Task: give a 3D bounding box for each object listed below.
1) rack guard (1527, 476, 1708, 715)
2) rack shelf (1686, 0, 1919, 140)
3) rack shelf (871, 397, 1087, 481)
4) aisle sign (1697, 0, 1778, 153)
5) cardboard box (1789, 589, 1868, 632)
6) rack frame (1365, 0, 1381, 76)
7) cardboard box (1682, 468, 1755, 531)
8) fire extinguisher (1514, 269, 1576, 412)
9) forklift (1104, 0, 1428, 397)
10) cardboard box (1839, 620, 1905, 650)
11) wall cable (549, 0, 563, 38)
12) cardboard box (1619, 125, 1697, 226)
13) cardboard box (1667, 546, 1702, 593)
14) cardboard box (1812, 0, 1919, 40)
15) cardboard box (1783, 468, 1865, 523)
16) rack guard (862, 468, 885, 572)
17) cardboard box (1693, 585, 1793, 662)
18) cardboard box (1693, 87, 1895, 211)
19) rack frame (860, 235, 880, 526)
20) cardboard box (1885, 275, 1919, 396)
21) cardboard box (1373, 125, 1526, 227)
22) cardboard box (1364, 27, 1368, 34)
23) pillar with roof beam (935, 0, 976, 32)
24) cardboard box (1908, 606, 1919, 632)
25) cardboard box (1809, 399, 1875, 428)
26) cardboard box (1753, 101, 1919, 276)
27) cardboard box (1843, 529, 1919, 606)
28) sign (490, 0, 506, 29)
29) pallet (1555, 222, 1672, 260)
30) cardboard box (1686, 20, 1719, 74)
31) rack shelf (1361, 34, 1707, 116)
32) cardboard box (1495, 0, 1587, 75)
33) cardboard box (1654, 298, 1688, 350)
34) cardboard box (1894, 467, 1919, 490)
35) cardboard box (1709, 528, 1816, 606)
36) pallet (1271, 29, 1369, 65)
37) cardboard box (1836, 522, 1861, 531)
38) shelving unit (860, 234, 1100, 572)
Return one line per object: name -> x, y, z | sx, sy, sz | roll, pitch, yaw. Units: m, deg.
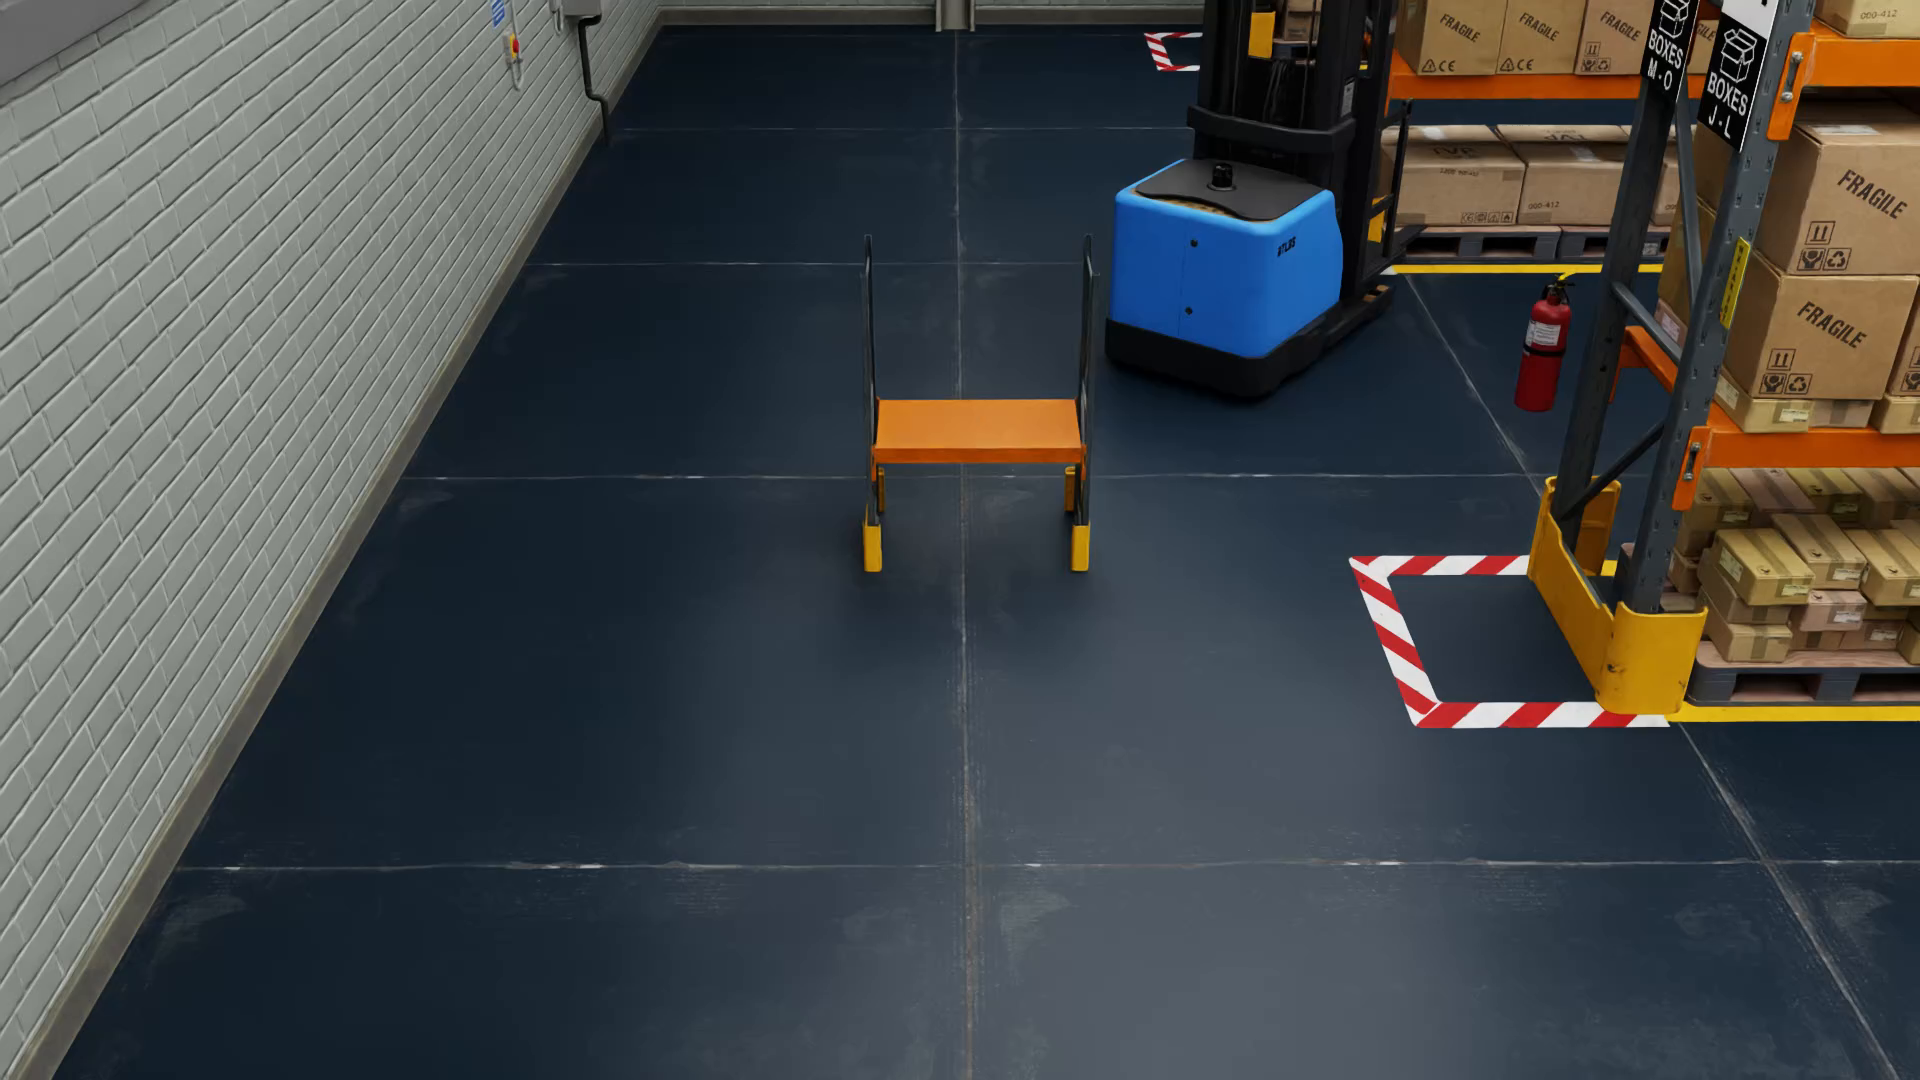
rack guard -> 2.895, 0.220, 7.406 | 0.348, 0.500, 1.175 | 0, 31, 0
rack shelf -> 4.819, -1.830, 6.176 | 4.000, 0.370, 1.077 | 0, 31, 0
rack shelf -> 0.085, -0.488, 7.955 | 1.000, 0.185, 0.538 | 0, 31, 0
aisle sign -> 2.748, -1.804, 5.826 | 0.004, 0.787, 0.394 | 0, 31, 0
cardboard box -> 3.619, 0.223, 7.047 | 0.250, 0.149, 0.380 | 0, 31, -1
rack frame -> 2.689, -3.416, 10.988 | 0.127, 3.000, 1.000 | 0, 31, 0
cardboard box -> 3.347, -0.197, 7.453 | 0.250, 0.149, 0.380 | 0, 31, 0
fire extinguisher -> 2.565, -0.895, 7.267 | 0.183, 0.674, 0.296 | 0, 31, 0
forklift -> 2.138, -2.775, 9.998 | 1.130, 2.935, 3.031 | 21, 37, 30
cardboard box -> 3.855, 0.307, 7.195 | 0.250, 0.149, 0.380 | 0, 31, 0
wall cable -> -2.970, -4.556, 11.888 | 0.122, 1.984, 0.588 | 0, 31, 0
cardboard box -> 5.165, -2.563, 11.648 | 0.875, 0.438, 0.875 | -1, 31, -2
cardboard box -> 3.345, 0.081, 7.568 | 0.250, 0.149, 0.380 | 0, 31, 1
cardboard box -> 3.270, -1.936, 5.801 | 0.500, 0.250, 0.500 | 1, 31, 1
cardboard box -> 3.857, -0.234, 7.515 | 0.250, 0.149, 0.380 | -1, 31, -1
rack guard -> -0.422, -0.106, 8.183 | 0.087, 0.250, 0.587 | 0, 31, 0
cardboard box -> 3.345, 0.355, 7.116 | 0.250, 0.149, 0.380 | 0, 31, 1
cardboard box -> 3.276, -1.576, 6.609 | 0.500, 0.500, 0.500 | -1, 31, -1
rack frame -> -0.423, -0.640, 7.859 | 0.032, 1.500, 0.500 | 0, 31, 0
cardboard box -> 3.805, -0.891, 6.444 | 0.500, 0.500, 0.500 | 0, 31, 0
cardboard box -> 3.348, -2.554, 11.633 | 0.875, 0.438, 0.875 | -1, 31, -2
cardboard box -> 3.692, -4.885, 15.754 | 0.250, 0.149, 0.380 | -1, 31, -2
pillar with roof beam -> -0.021, -6.781, 10.752 | 0.400, 9.000, 9.100 | 0, 31, 0
cardboard box -> 4.121, 0.232, 7.032 | 0.250, 0.149, 0.380 | 1, 31, 1
cardboard box -> 3.400, -0.594, 6.580 | 0.250, 0.149, 0.380 | 1, 31, 1
cardboard box -> 3.270, -1.310, 6.170 | 0.500, 0.500, 0.500 | 0, 31, -1
cardboard box -> 3.873, 0.113, 6.941 | 0.250, 0.149, 0.380 | 0, 31, 0
sign -> -3.011, -3.476, 10.828 | 0.001, 0.218, 0.327 | 0, 31, 0
pallet -> 4.705, -2.269, 11.786 | 1.213, 0.211, 1.003 | 0, 31, 0
cardboard box -> 4.686, -3.330, 10.750 | 0.500, 0.500, 0.500 | 1, 31, 1
rack shelf -> 4.689, -3.115, 11.185 | 4.000, 0.370, 1.077 | 0, 31, 0
cardboard box -> 3.676, -3.327, 10.746 | 0.500, 0.500, 0.500 | -1, 31, -1
cardboard box -> 3.144, -0.889, 7.065 | 0.250, 0.149, 0.380 | 0, 31, 0
cardboard box -> 4.385, -0.232, 7.511 | 0.250, 0.149, 0.380 | 1, 31, 2
cardboard box -> 3.345, 0.111, 6.945 | 0.250, 0.149, 0.380 | -2, 31, -3
pallet -> 3.528, -4.802, 15.961 | 1.213, 0.211, 1.003 | 0, 31, 0
cardboard box -> 3.865, -0.089, 7.561 | 0.250, 0.149, 0.380 | -1, 31, -2
shelving unit -> 0.076, -0.641, 7.861 | 1.083, 1.500, 0.587 | 0, 31, 0
